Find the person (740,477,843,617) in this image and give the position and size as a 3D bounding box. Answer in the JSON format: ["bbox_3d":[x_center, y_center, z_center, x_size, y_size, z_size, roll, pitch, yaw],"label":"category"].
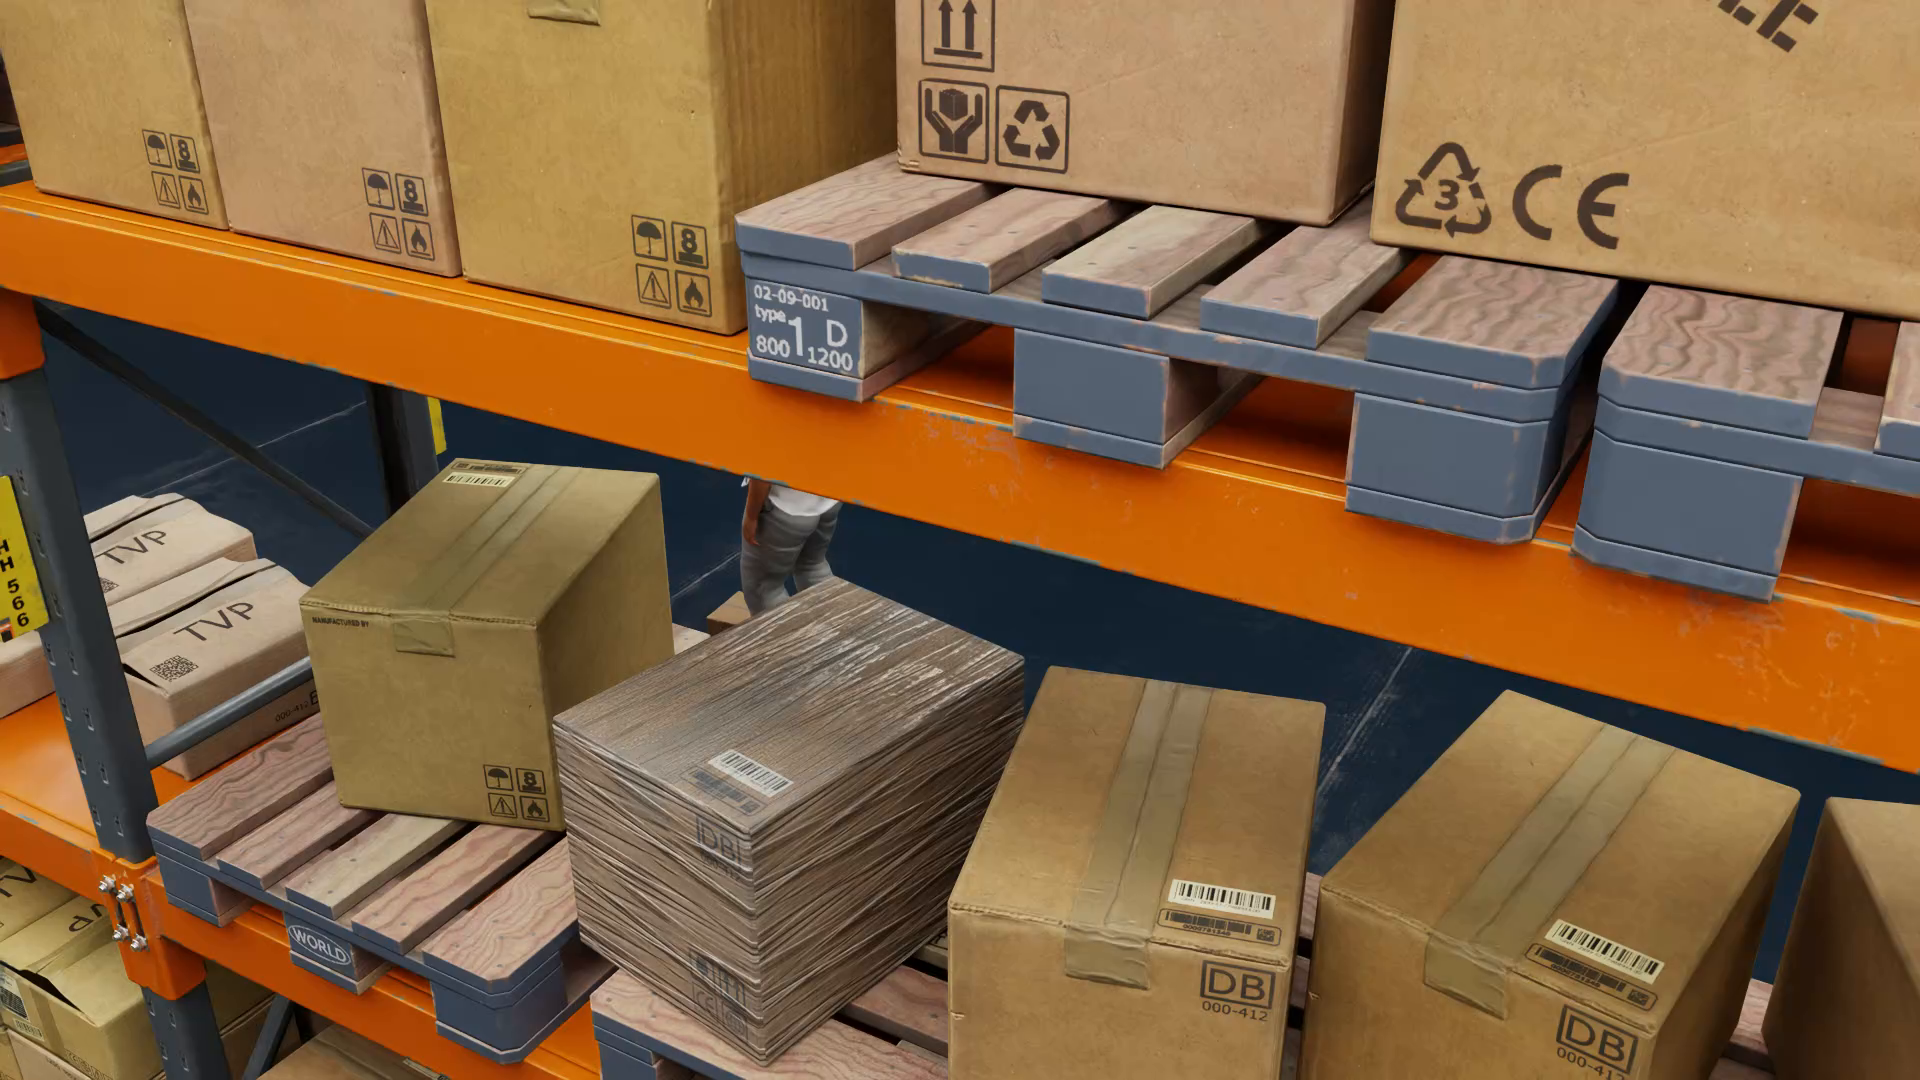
[{"bbox_3d":[-0.682,-0.184,6.476,0.468,1.665,0.558,12,29,23],"label":"person"}]
